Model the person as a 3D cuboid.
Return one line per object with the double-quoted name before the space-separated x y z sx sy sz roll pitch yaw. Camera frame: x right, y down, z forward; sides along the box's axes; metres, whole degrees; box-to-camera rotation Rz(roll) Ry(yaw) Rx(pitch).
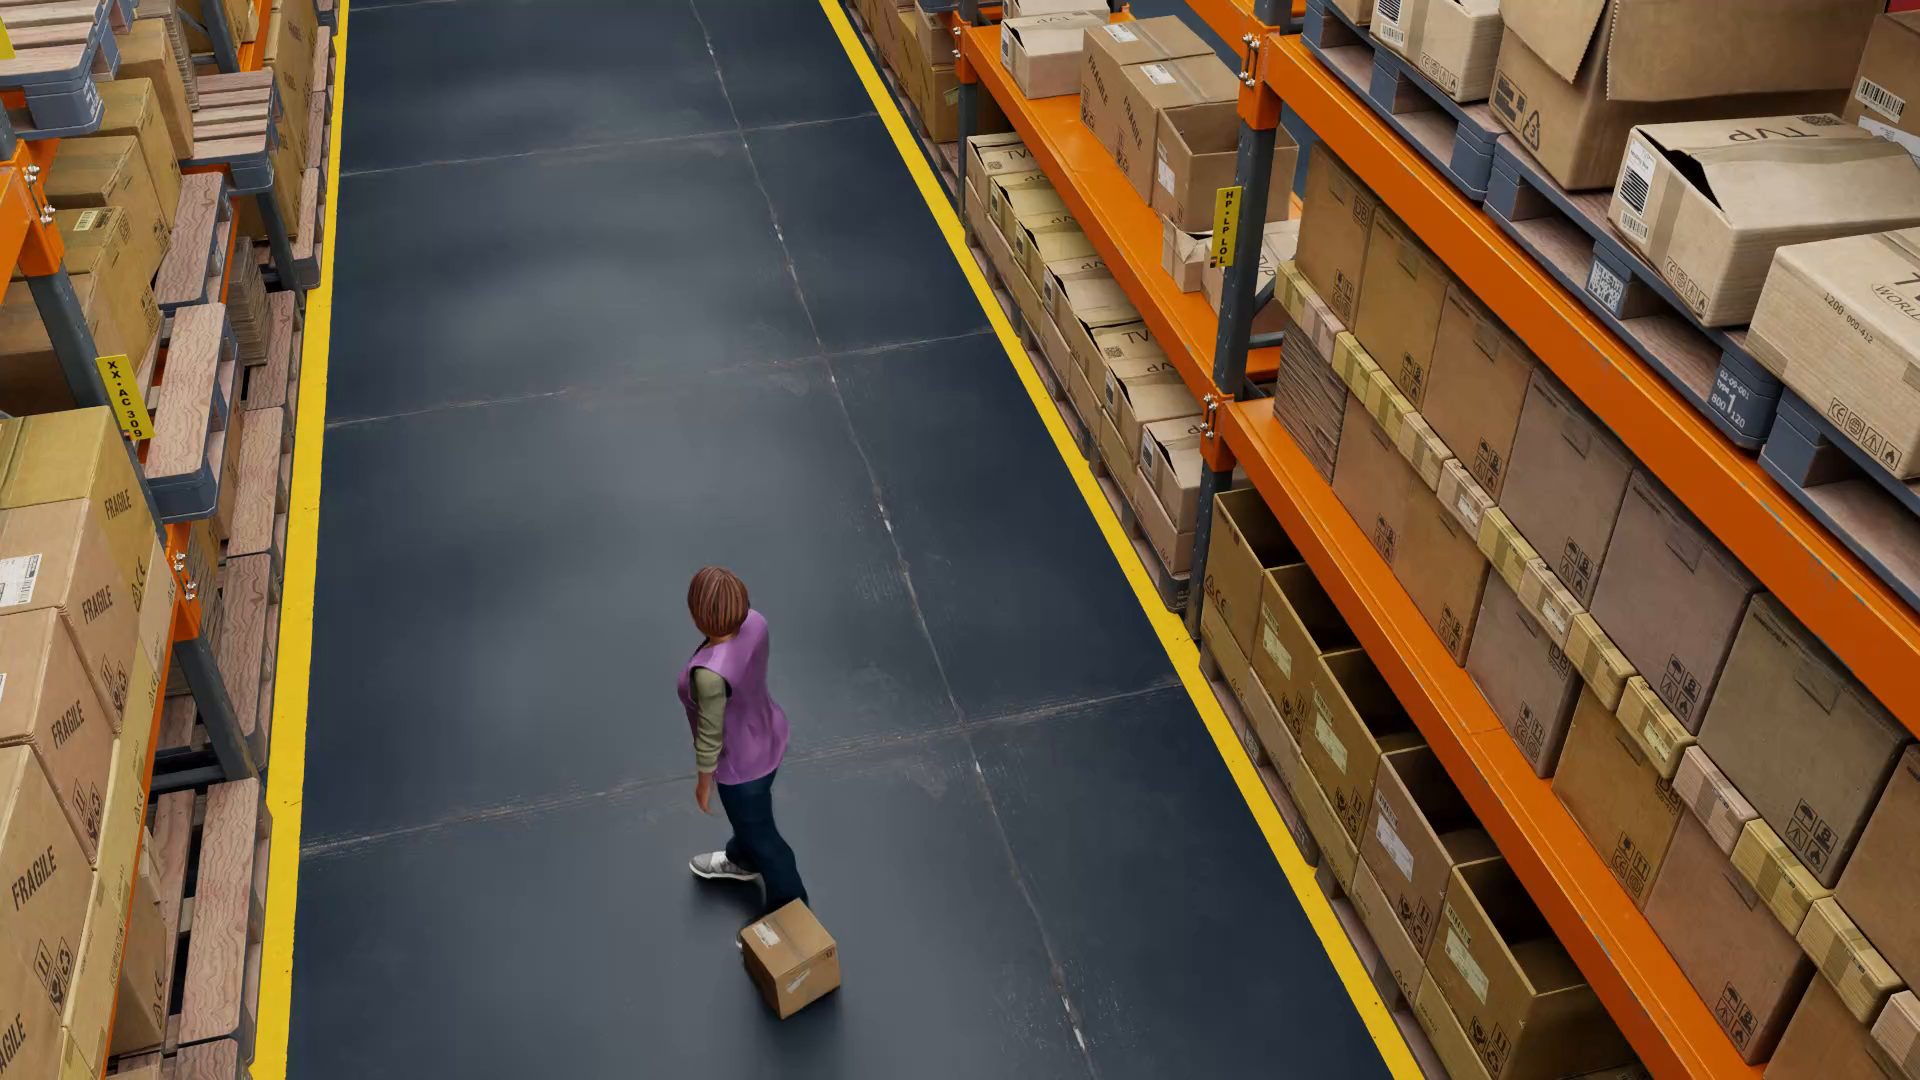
"person" -0.793 0.726 5.779 0.516 1.595 0.500 8 39 10
